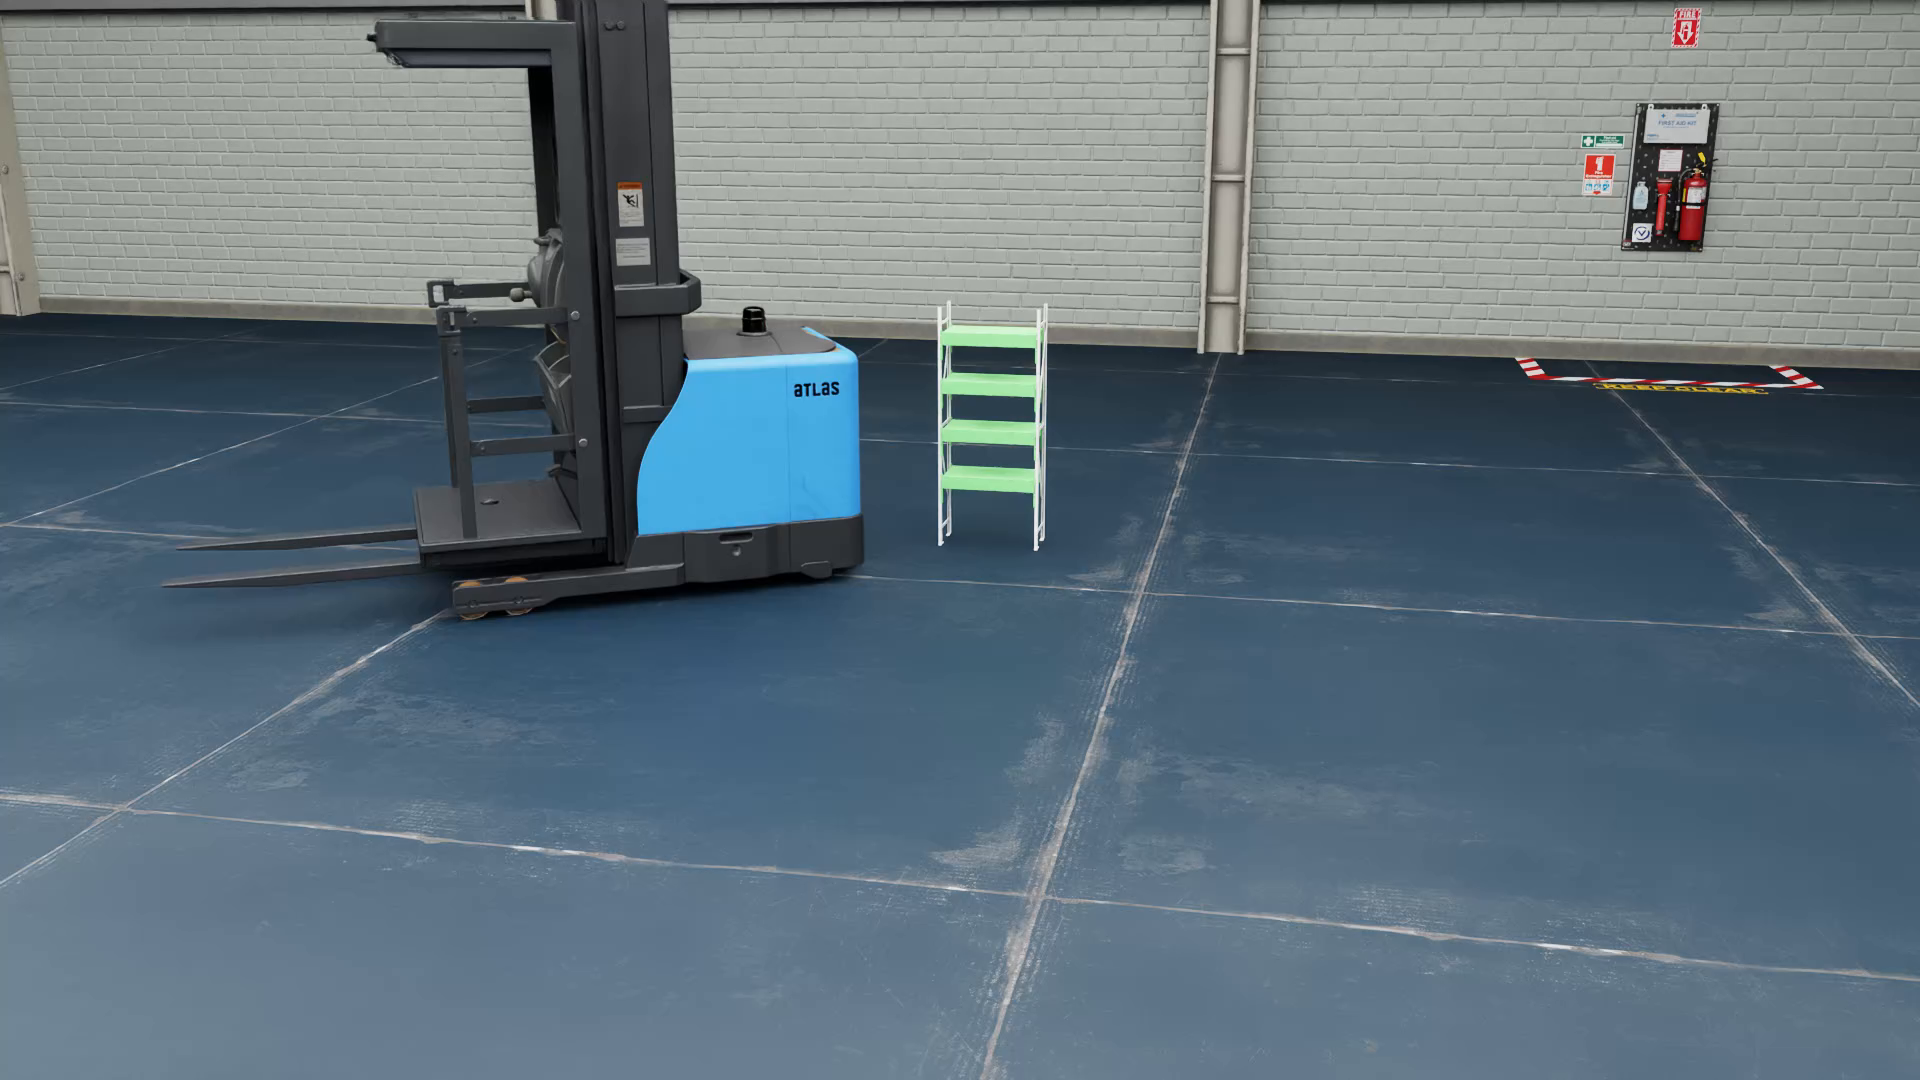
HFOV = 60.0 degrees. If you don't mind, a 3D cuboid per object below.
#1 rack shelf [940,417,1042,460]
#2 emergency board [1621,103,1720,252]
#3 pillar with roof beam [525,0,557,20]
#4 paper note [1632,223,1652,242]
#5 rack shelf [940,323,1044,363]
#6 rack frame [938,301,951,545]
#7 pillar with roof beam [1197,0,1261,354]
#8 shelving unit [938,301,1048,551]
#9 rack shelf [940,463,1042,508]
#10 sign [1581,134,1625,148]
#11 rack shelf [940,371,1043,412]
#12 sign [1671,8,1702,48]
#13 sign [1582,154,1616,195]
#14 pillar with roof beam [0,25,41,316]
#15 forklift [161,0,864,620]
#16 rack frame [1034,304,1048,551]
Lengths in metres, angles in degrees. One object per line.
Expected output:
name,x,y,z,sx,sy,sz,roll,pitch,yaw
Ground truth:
rack shelf,0.162,-0.508,8.317,0.480,0.148,0.258,3,16,11
emergency board,5.729,-2.905,13.361,0.643,1.169,0.194,3,16,11
pillar with roof beam,-4.474,-5.167,10.289,0.400,9.000,9.100,3,16,11
paper note,5.570,-2.508,13.578,0.142,0.148,0.016,3,16,11
rack shelf,0.162,-0.970,8.189,0.480,0.148,0.258,3,16,11
rack frame,-0.077,-0.582,8.347,0.015,1.200,0.240,3,16,11
pillar with roof beam,1.406,-4.848,9.137,0.400,9.000,9.100,3,16,11
shelving unit,0.162,-0.569,8.300,0.503,1.200,0.258,3,16,11
rack shelf,0.162,-0.277,8.381,0.480,0.148,0.258,3,16,11
sign,5.211,-3.232,13.480,0.331,0.109,0.001,3,16,11
rack shelf,0.162,-0.739,8.253,0.480,0.148,0.258,3,16,11
sign,5.741,-4.049,13.148,0.199,0.298,0.001,3,16,11
sign,5.208,-2.979,13.560,0.234,0.329,0.001,3,16,11
pillar with roof beam,-10.353,-5.486,11.441,0.400,9.000,9.100,3,16,11
forklift,-2.027,-1.223,7.418,3.031,2.935,1.130,-5,16,-19
rack frame,0.401,-0.556,8.253,0.015,1.200,0.240,3,16,11
